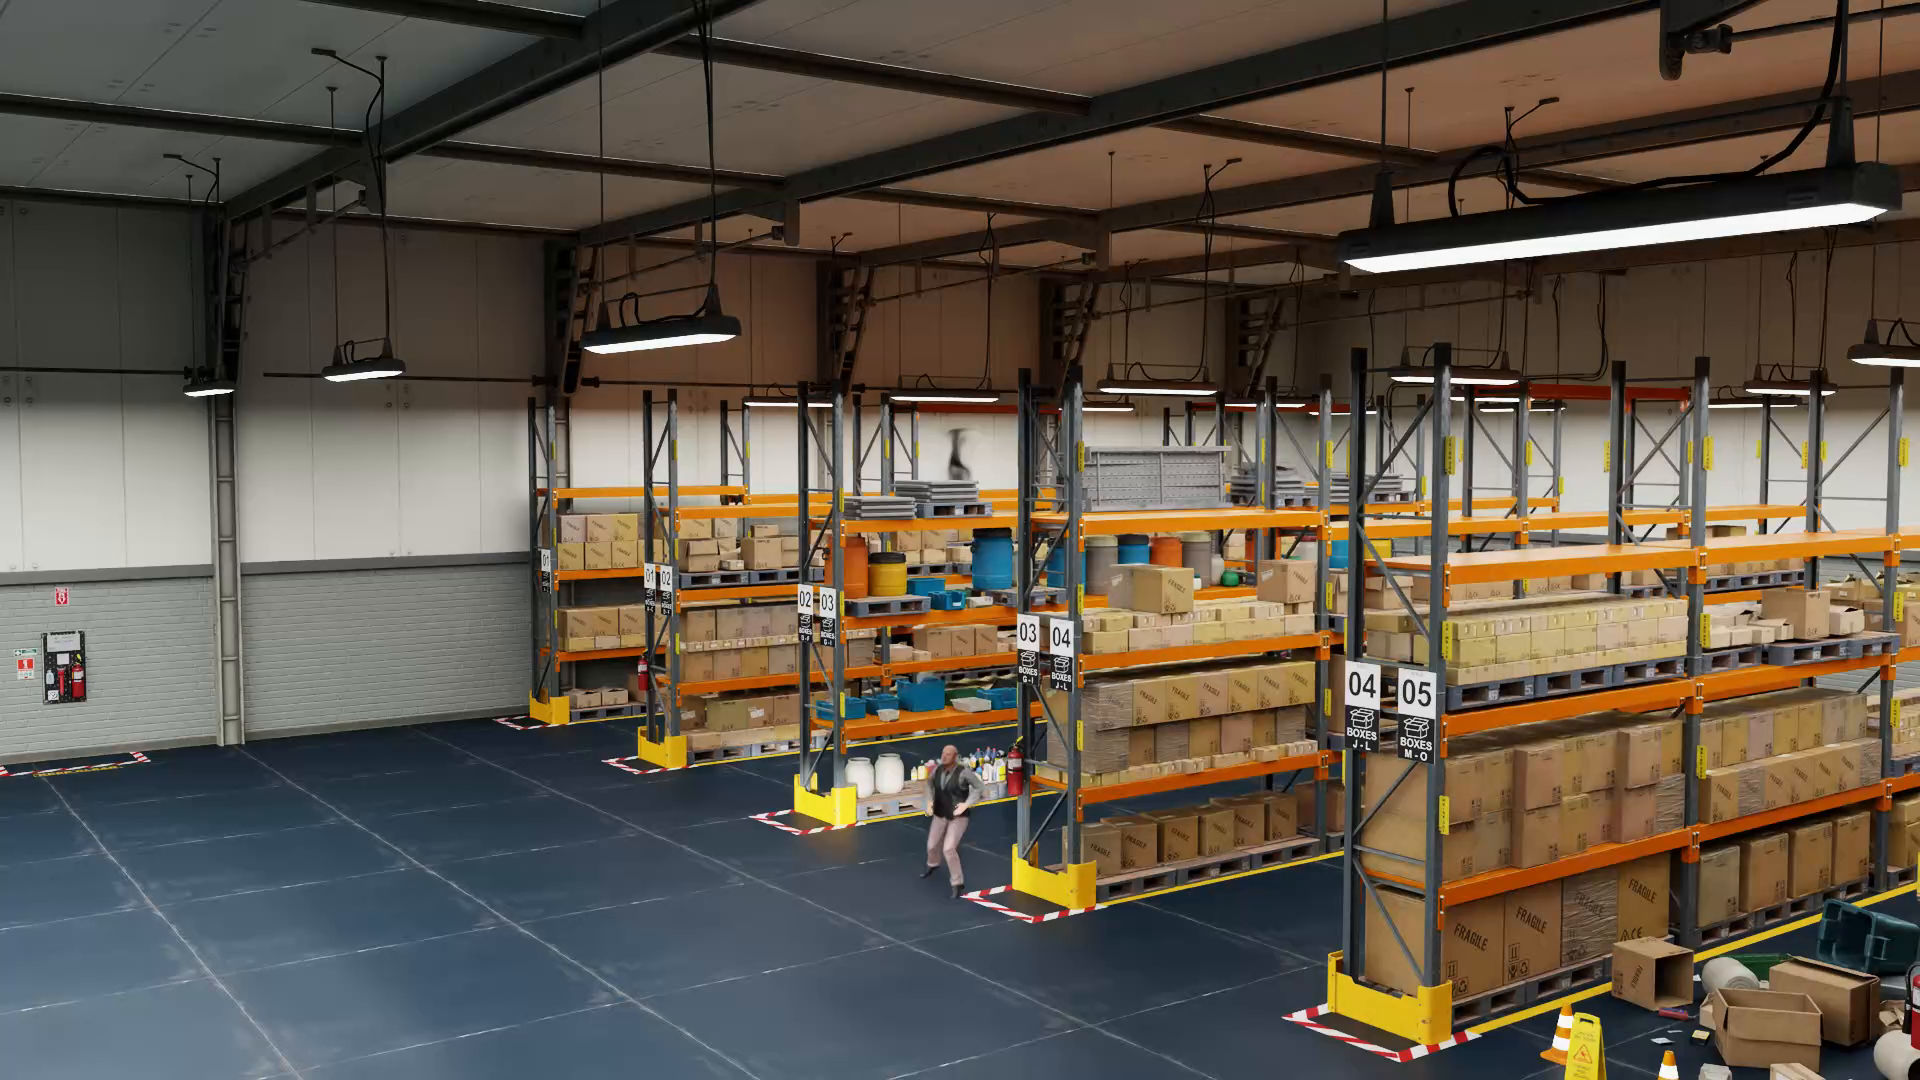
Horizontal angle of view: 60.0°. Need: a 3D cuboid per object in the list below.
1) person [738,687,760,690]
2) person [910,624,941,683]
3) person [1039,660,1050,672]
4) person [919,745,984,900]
[{"bbox_3d":[-3.704,2.558,30.244,0.987,1.696,0.614,-3,4,-39],"label":"person"},{"bbox_3d":[-0.645,2.453,31.701,0.740,1.726,0.646,-2,4,-32],"label":"person"},{"bbox_3d":[1.920,2.307,34.679,0.561,1.622,0.595,-3,5,-44],"label":"person"},{"bbox_3d":[-0.158,3.202,19.165,0.890,1.720,0.742,2,4,28],"label":"person"}]
